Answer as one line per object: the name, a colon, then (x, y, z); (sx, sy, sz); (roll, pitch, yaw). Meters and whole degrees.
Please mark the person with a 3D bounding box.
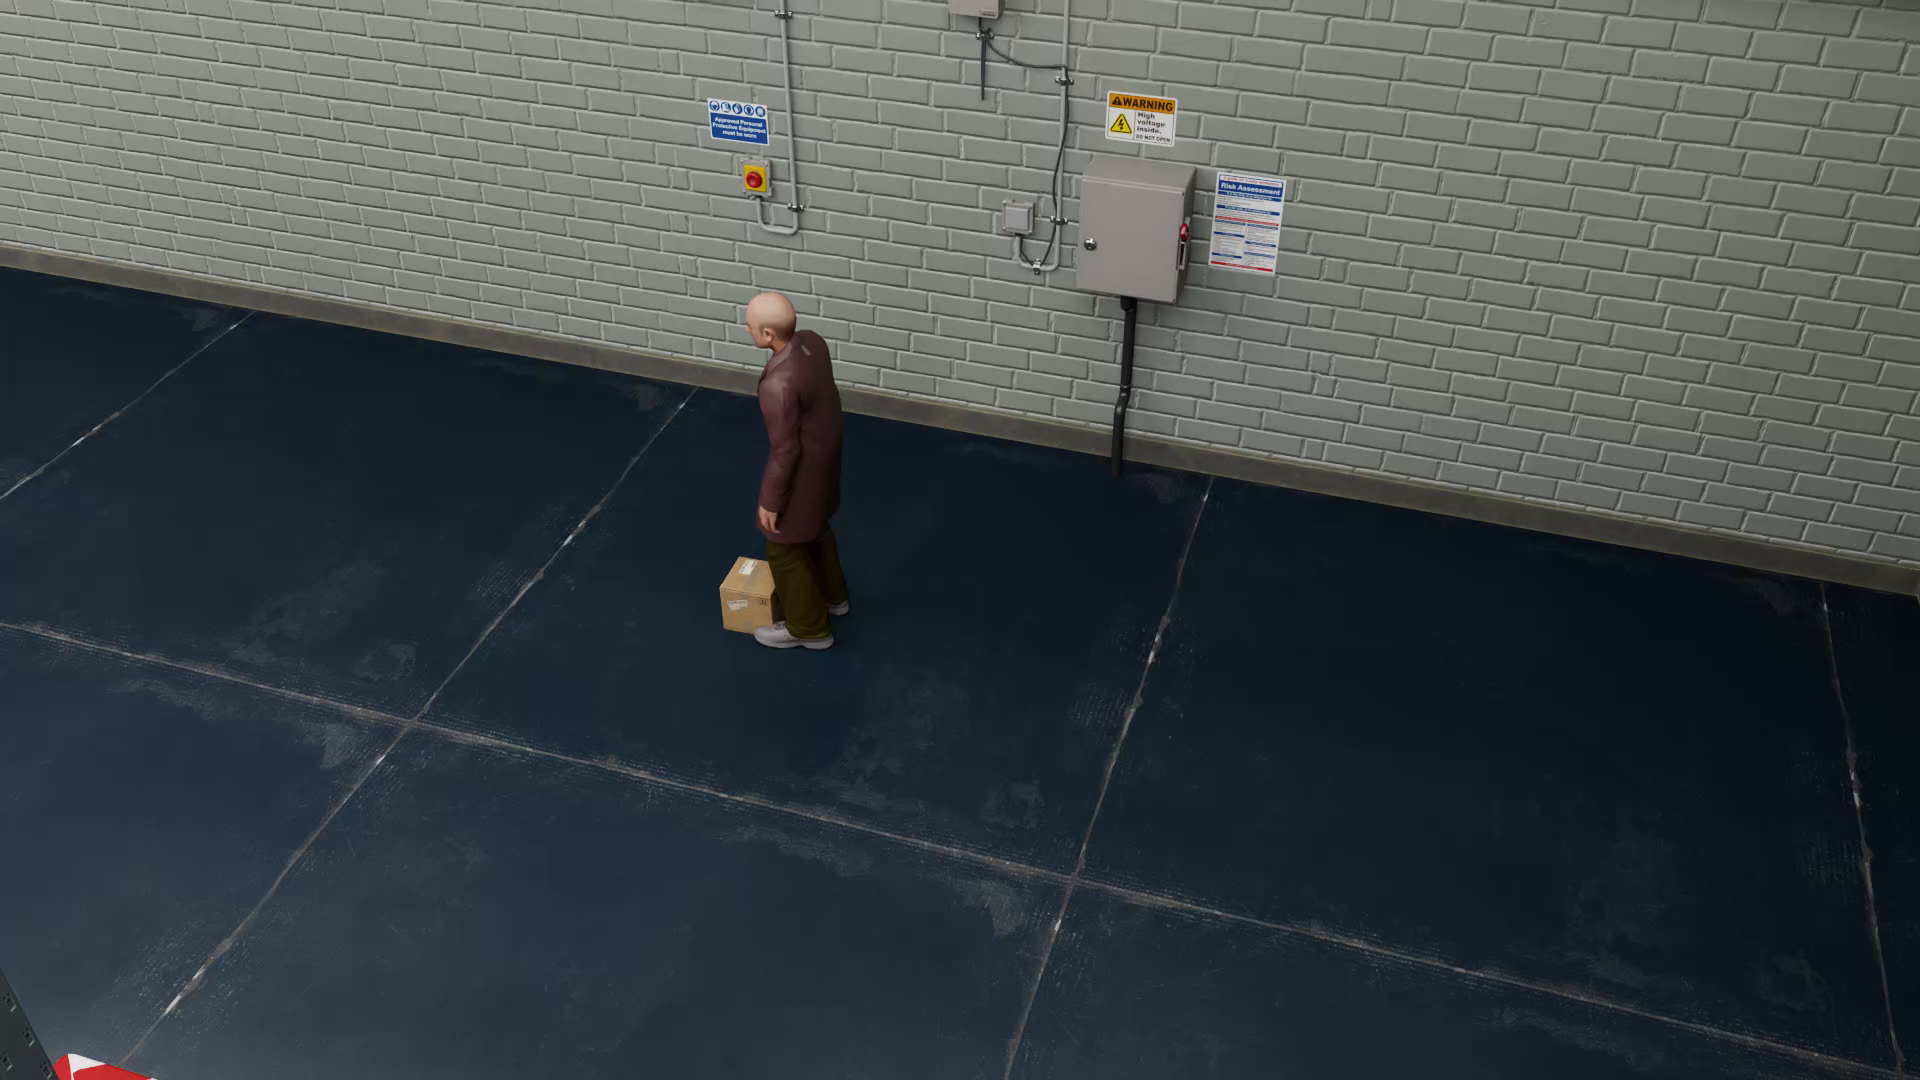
person: (-0.724, -0.293, 7.301); (0.422, 1.774, 0.653); (9, 37, 11)
